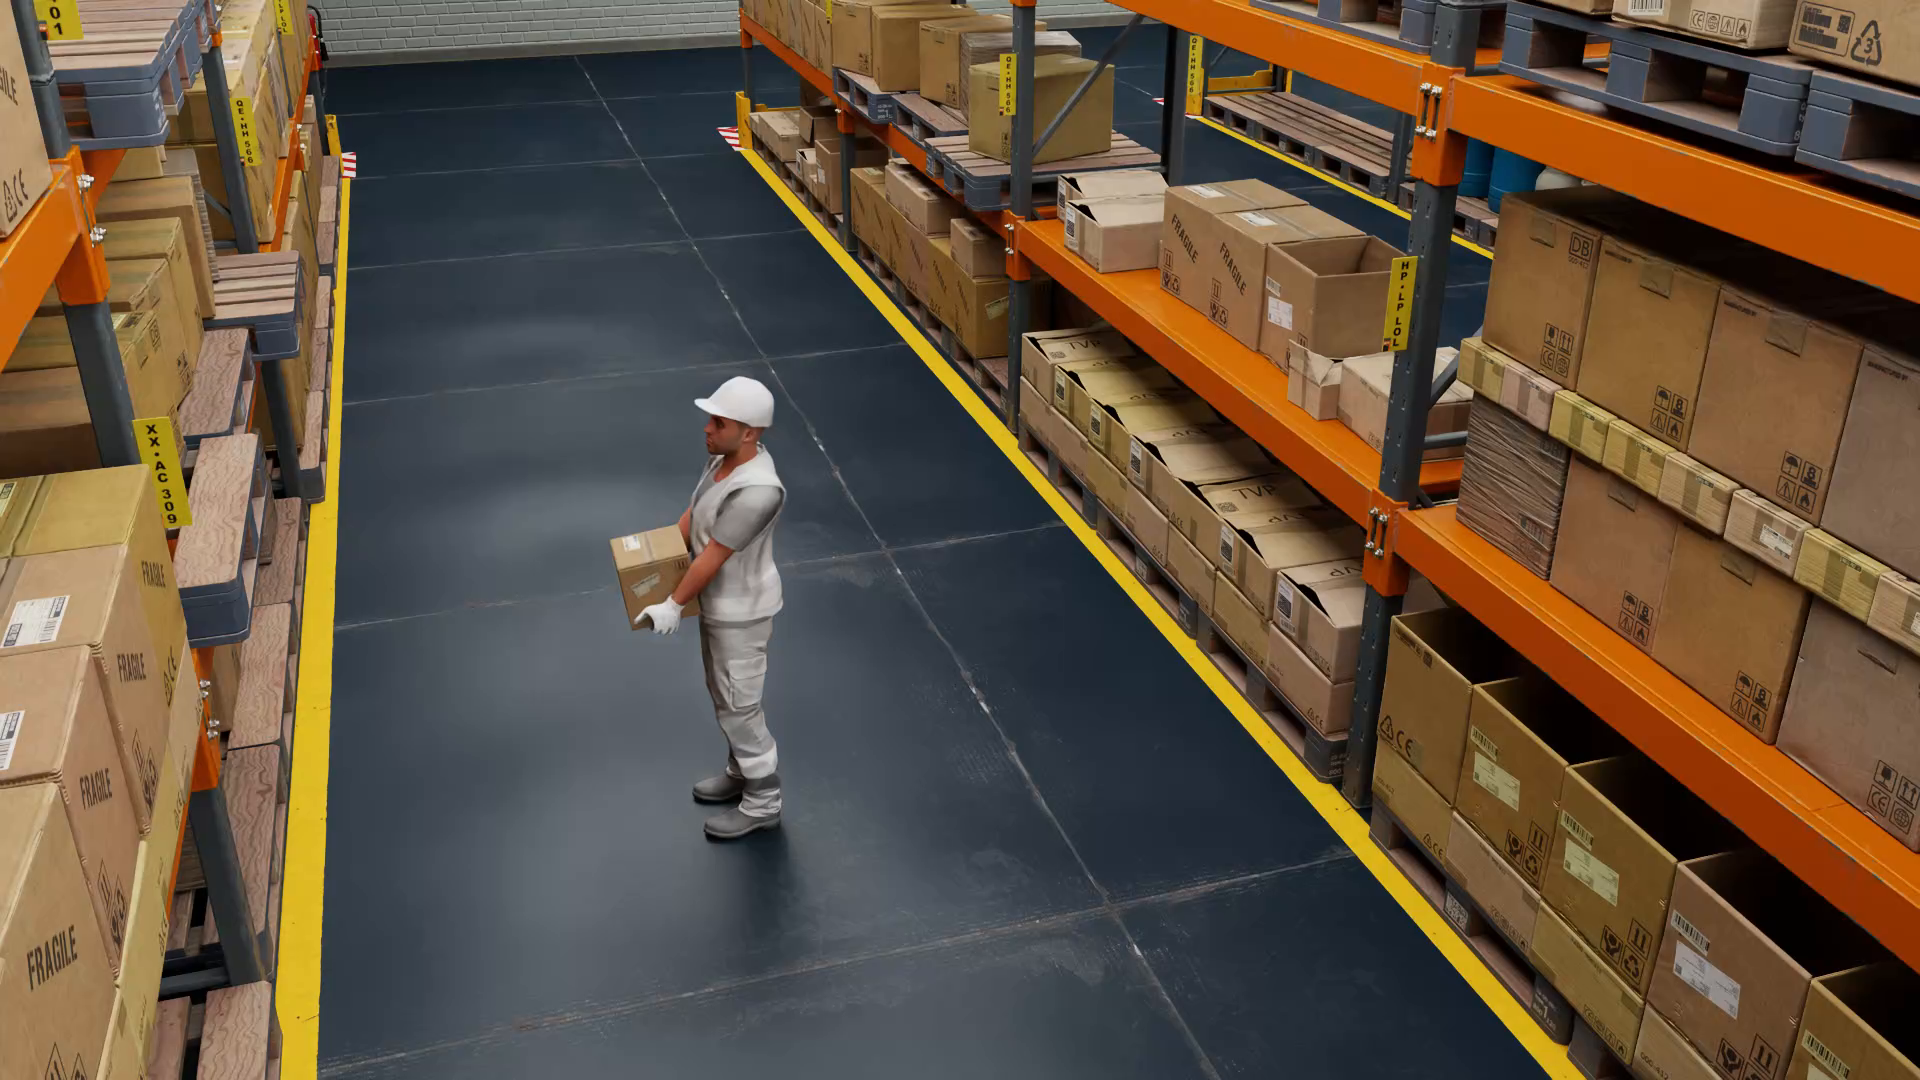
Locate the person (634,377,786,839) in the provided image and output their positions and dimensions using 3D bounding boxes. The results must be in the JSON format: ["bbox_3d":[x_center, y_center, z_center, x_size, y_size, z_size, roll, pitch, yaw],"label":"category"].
[{"bbox_3d":[-0.913,0.265,6.052,0.560,1.782,0.494,-8,27,-15],"label":"person"}]
